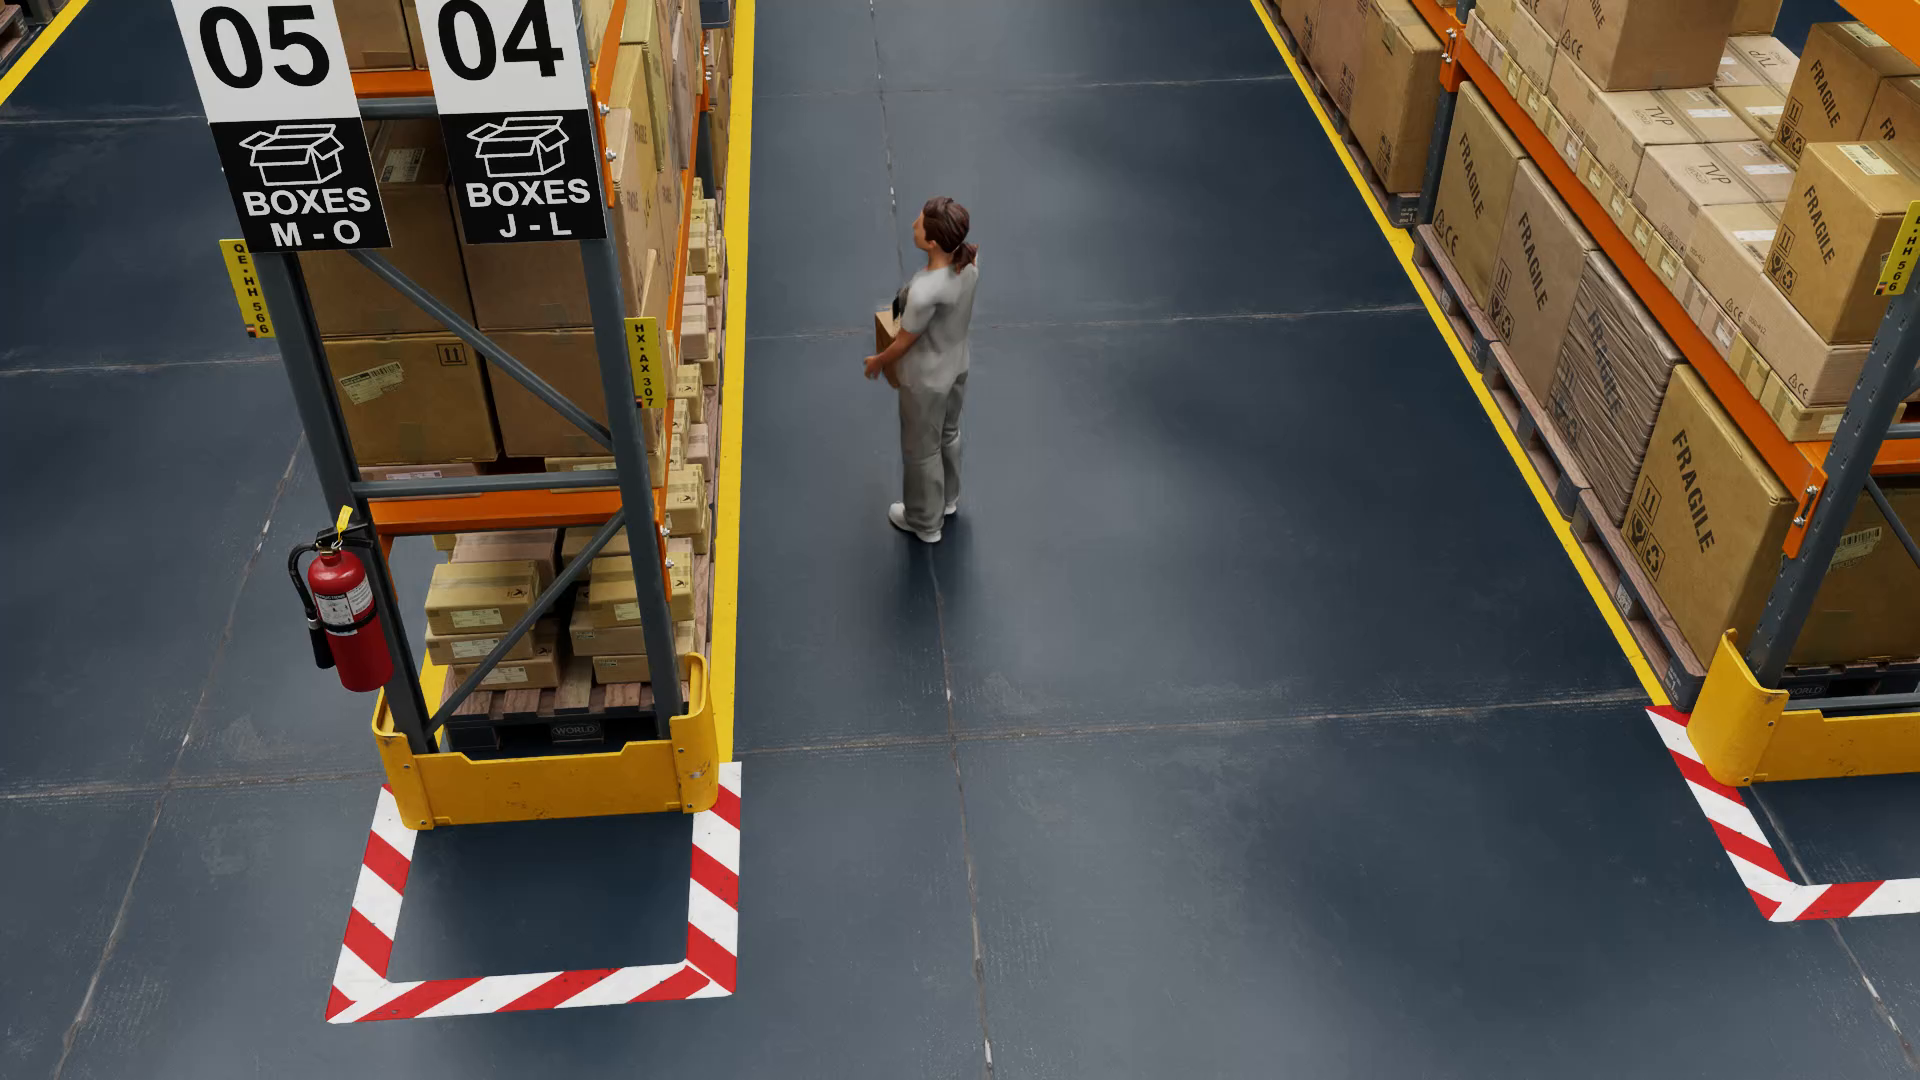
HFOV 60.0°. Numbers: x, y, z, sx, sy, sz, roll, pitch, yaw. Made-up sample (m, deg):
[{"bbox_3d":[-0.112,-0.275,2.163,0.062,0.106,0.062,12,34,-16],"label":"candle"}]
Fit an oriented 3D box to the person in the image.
[{"bbox_3d":[-0.145,-0.732,7.032,0.454,1.683,0.531,11,41,13],"label":"person"}]
